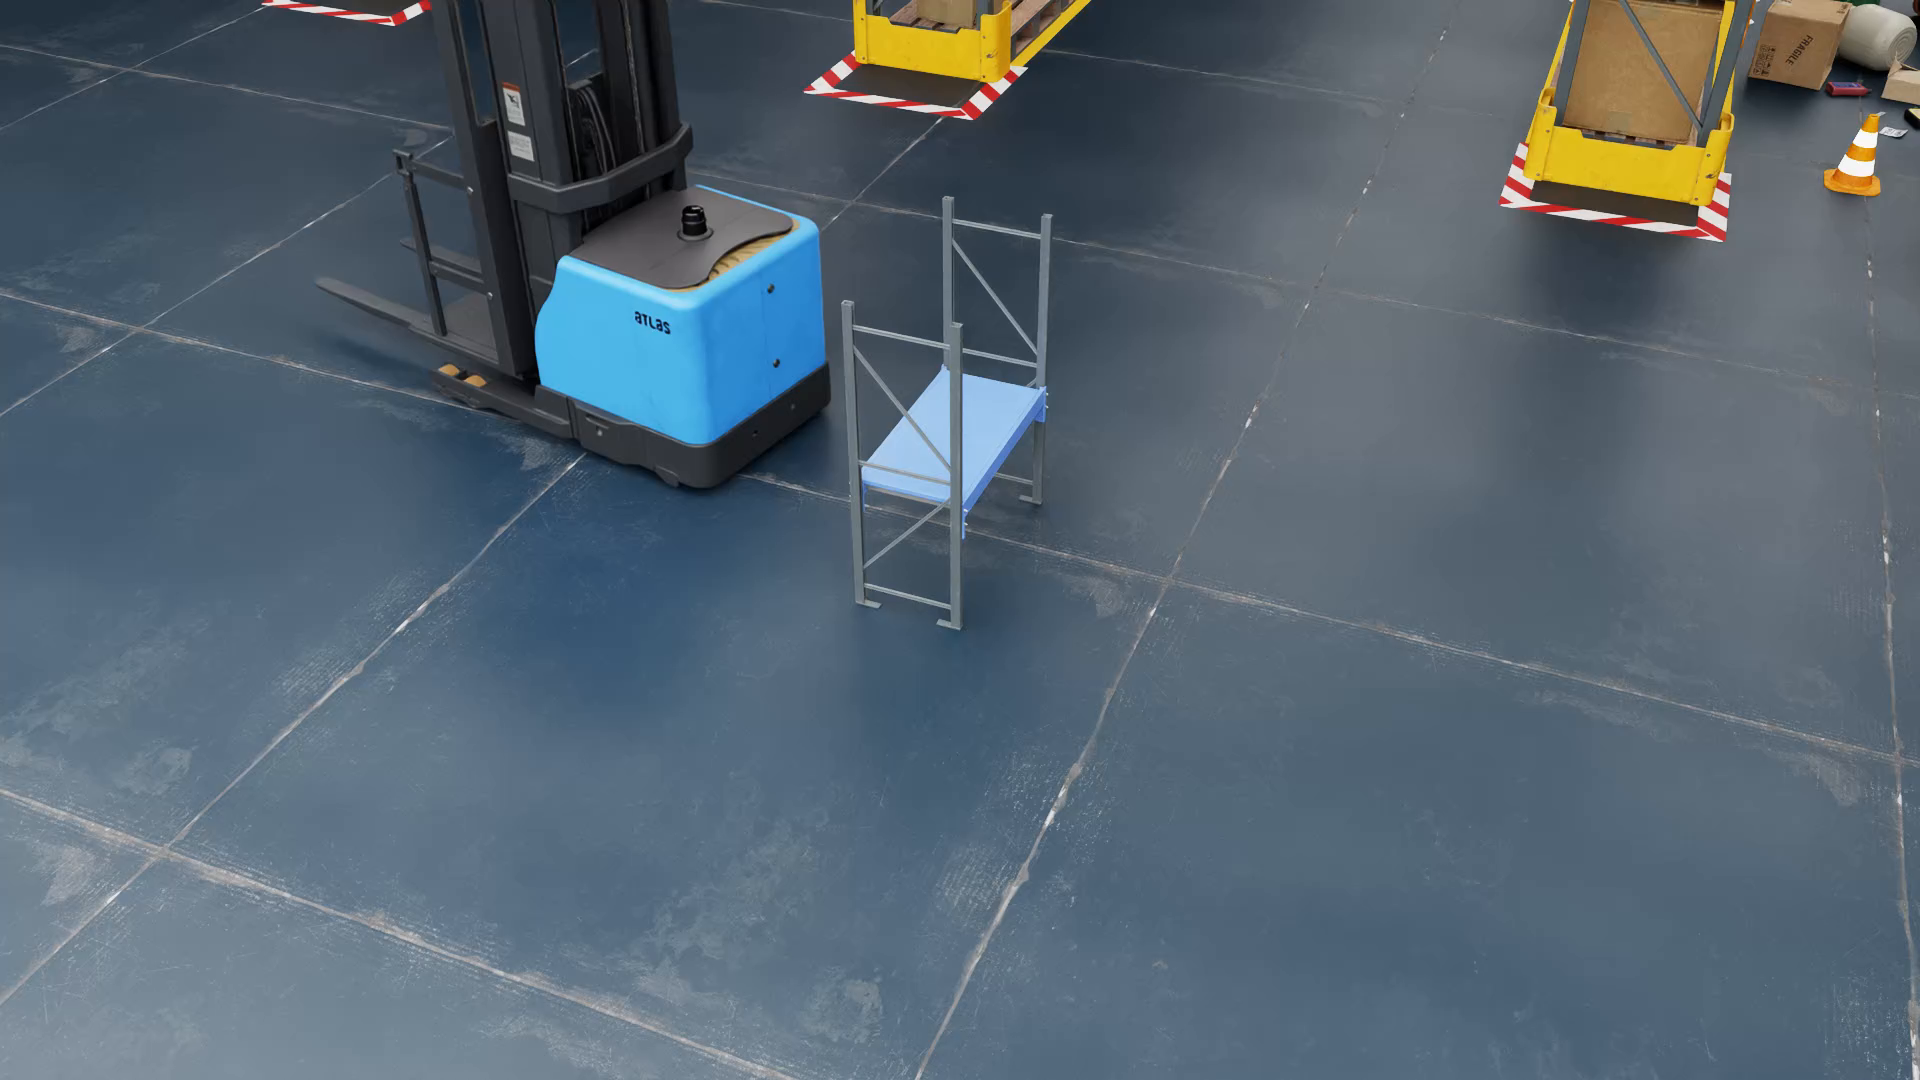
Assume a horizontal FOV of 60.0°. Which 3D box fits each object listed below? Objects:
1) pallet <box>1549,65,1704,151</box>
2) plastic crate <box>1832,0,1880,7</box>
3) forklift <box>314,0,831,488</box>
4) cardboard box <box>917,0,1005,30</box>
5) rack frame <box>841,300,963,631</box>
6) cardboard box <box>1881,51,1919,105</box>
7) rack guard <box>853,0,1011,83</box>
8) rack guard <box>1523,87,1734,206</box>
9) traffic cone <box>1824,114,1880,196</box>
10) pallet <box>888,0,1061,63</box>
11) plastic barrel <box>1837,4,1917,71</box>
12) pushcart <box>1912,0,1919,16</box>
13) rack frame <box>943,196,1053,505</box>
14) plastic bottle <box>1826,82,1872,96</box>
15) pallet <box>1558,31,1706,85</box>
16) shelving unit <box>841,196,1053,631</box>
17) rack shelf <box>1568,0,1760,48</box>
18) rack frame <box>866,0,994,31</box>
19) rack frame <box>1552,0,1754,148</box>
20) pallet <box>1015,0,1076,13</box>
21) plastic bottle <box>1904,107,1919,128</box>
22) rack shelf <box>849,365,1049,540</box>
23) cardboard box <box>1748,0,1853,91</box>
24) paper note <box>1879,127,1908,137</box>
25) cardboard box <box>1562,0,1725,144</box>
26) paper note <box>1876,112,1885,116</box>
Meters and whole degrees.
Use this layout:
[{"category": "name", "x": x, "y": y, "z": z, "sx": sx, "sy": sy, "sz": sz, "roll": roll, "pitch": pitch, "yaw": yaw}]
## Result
[{"category": "pallet", "x": 4.542, "y": -2.903, "z": 11.458, "sx": 1.003, "sy": 0.211, "sz": 1.213, "roll": 14, "pitch": 39, "yaw": 18}, {"category": "plastic crate", "x": 6.977, "y": -4.277, "z": 13.267, "sx": 0.662, "sy": 0.188, "sz": 0.450, "roll": -25, "pitch": 33, "yaw": -29}, {"category": "forklift", "x": -2.176, "y": -2.103, "z": 8.115, "sx": 3.031, "sy": 2.935, "sz": 1.130, "roll": 22, "pitch": 42, "yaw": 26}, {"category": "cardboard box", "x": 0.014, "y": -4.255, "z": 12.674, "sx": 0.500, "sy": 0.500, "sz": 0.500, "roll": 21, "pitch": 42, "yaw": 26}, {"category": "rack frame", "x": -0.226, "y": -0.272, "z": 6.861, "sx": 0.500, "sy": 1.500, "sz": 0.032, "roll": 14, "pitch": 39, "yaw": 18}, {"category": "cardboard box", "x": 6.881, "y": -3.308, "z": 11.954, "sx": 0.396, "sy": 0.266, "sz": 0.258, "roll": 21, "pitch": 42, "yaw": 25}, {"category": "rack guard", "x": -0.210, "y": -3.787, "z": 12.398, "sx": 1.175, "sy": 0.500, "sz": 0.348, "roll": 14, "pitch": 39, "yaw": 18}, {"category": "rack guard", "x": 4.301, "y": -2.545, "z": 10.738, "sx": 1.175, "sy": 0.500, "sz": 0.348, "roll": 14, "pitch": 39, "yaw": 18}, {"category": "traffic cone", "x": 5.825, "y": -2.514, "z": 10.727, "sx": 0.336, "sy": 0.463, "sz": 0.334, "roll": 14, "pitch": 39, "yaw": 18}, {"category": "pallet", "x": 0.132, "y": -4.113, "z": 13.076, "sx": 1.003, "sy": 0.211, "sz": 1.213, "roll": 14, "pitch": 39, "yaw": 18}, {"category": "plastic barrel", "x": 6.819, "y": -3.765, "z": 12.434, "sx": 0.421, "sy": 0.421, "sz": 0.512, "roll": -17, "pitch": 40, "yaw": -22}, {"category": "pushcart", "x": 8.320, "y": -4.144, "z": 12.979, "sx": 1.648, "sy": 0.377, "sz": 0.936, "roll": 1, "pitch": 37, "yaw": 2}, {"category": "rack frame", "x": 0.161, "y": -0.835, "z": 7.614, "sx": 0.500, "sy": 1.500, "sz": 0.032, "roll": 14, "pitch": 39, "yaw": 18}, {"category": "plastic bottle", "x": 6.463, "y": -3.276, "z": 12.082, "sx": 0.283, "sy": 0.061, "sz": 0.133, "roll": 1, "pitch": 37, "yaw": 2}, {"category": "pallet", "x": 5.007, "y": -3.577, "z": 12.359, "sx": 1.003, "sy": 0.211, "sz": 1.213, "roll": 14, "pitch": 39, "yaw": 18}, {"category": "shelving unit", "x": -0.032, "y": -0.553, "z": 7.238, "sx": 0.538, "sy": 1.500, "sz": 1.048, "roll": 14, "pitch": 39, "yaw": 18}, {"category": "rack shelf", "x": 5.071, "y": -4.379, "z": 11.704, "sx": 1.077, "sy": 0.370, "sz": 4.000, "roll": 14, "pitch": 39, "yaw": 18}, {"category": "rack frame", "x": -0.239, "y": -4.746, "z": 11.594, "sx": 1.000, "sy": 3.000, "sz": 0.127, "roll": 14, "pitch": 39, "yaw": 18}, {"category": "rack frame", "x": 4.310, "y": -3.560, "z": 10.007, "sx": 1.000, "sy": 3.000, "sz": 0.127, "roll": 14, "pitch": 39, "yaw": 18}, {"category": "pallet", "x": 0.598, "y": -4.786, "z": 13.976, "sx": 1.003, "sy": 0.211, "sz": 1.213, "roll": 14, "pitch": 39, "yaw": 18}, {"category": "plastic bottle", "x": 6.729, "y": -2.974, "z": 11.678, "sx": 0.133, "sy": 0.061, "sz": 0.283, "roll": 1, "pitch": 37, "yaw": 2}, {"category": "rack shelf", "x": -0.032, "y": -0.409, "z": 7.345, "sx": 0.538, "sy": 0.185, "sz": 1.000, "roll": 14, "pitch": 39, "yaw": 18}, {"category": "cardboard box", "x": 6.190, "y": -3.681, "z": 12.255, "sx": 0.500, "sy": 0.500, "sz": 0.500, "roll": 21, "pitch": 42, "yaw": 25}, {"category": "paper note", "x": 6.461, "y": -2.828, "z": 11.510, "sx": 0.144, "sy": 0.017, "sz": 0.142, "roll": 29, "pitch": 45, "yaw": 33}, {"category": "cardboard box", "x": 4.507, "y": -3.268, "z": 11.040, "sx": 0.875, "sy": 0.875, "sz": 0.875, "roll": 14, "pitch": 39, "yaw": 18}, {"category": "paper note", "x": 6.508, "y": -3.013, "z": 11.772, "sx": 0.123, "sy": 0.001, "sz": 0.032, "roll": -25, "pitch": 43, "yaw": -29}]
